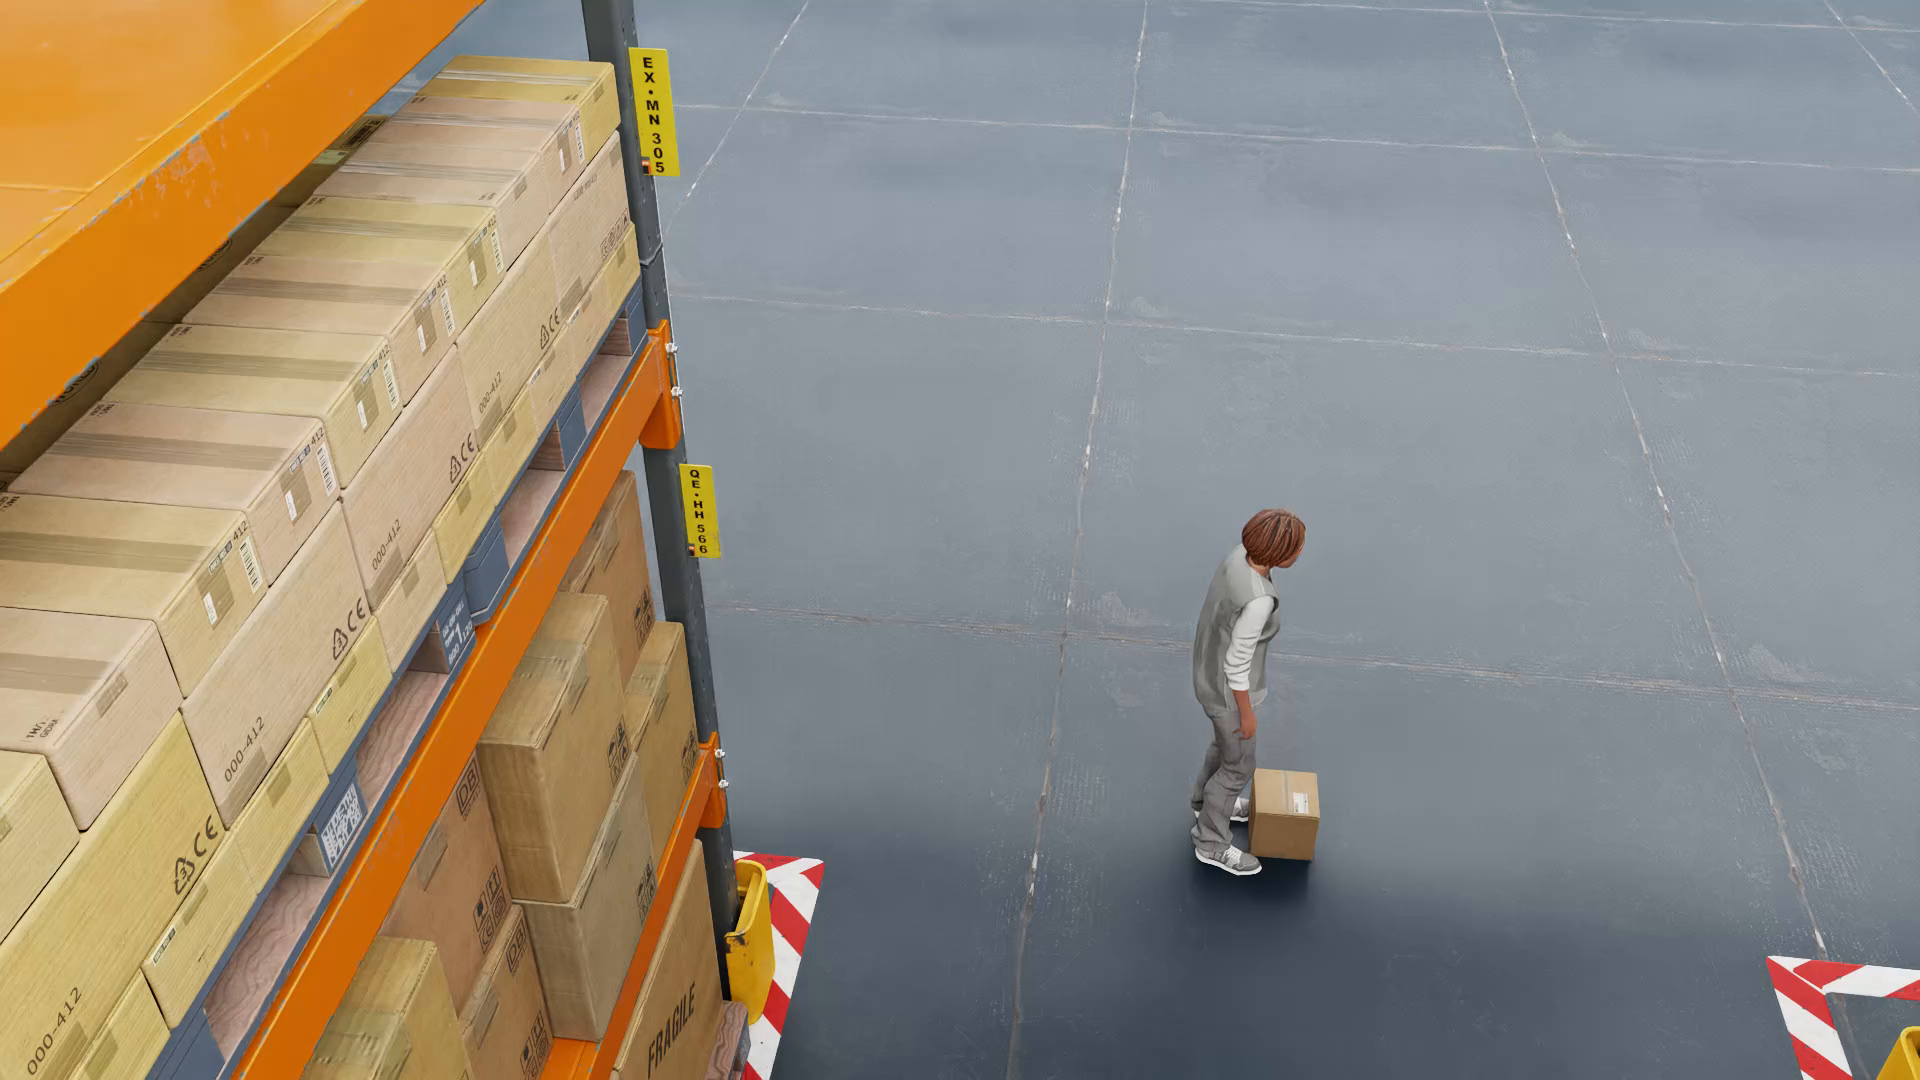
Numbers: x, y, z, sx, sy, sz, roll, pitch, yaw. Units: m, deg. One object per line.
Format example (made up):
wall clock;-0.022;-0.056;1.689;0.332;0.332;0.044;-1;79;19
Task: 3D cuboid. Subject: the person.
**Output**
person;1.053;0.553;6.305;0.347;1.590;0.474;3;37;4
